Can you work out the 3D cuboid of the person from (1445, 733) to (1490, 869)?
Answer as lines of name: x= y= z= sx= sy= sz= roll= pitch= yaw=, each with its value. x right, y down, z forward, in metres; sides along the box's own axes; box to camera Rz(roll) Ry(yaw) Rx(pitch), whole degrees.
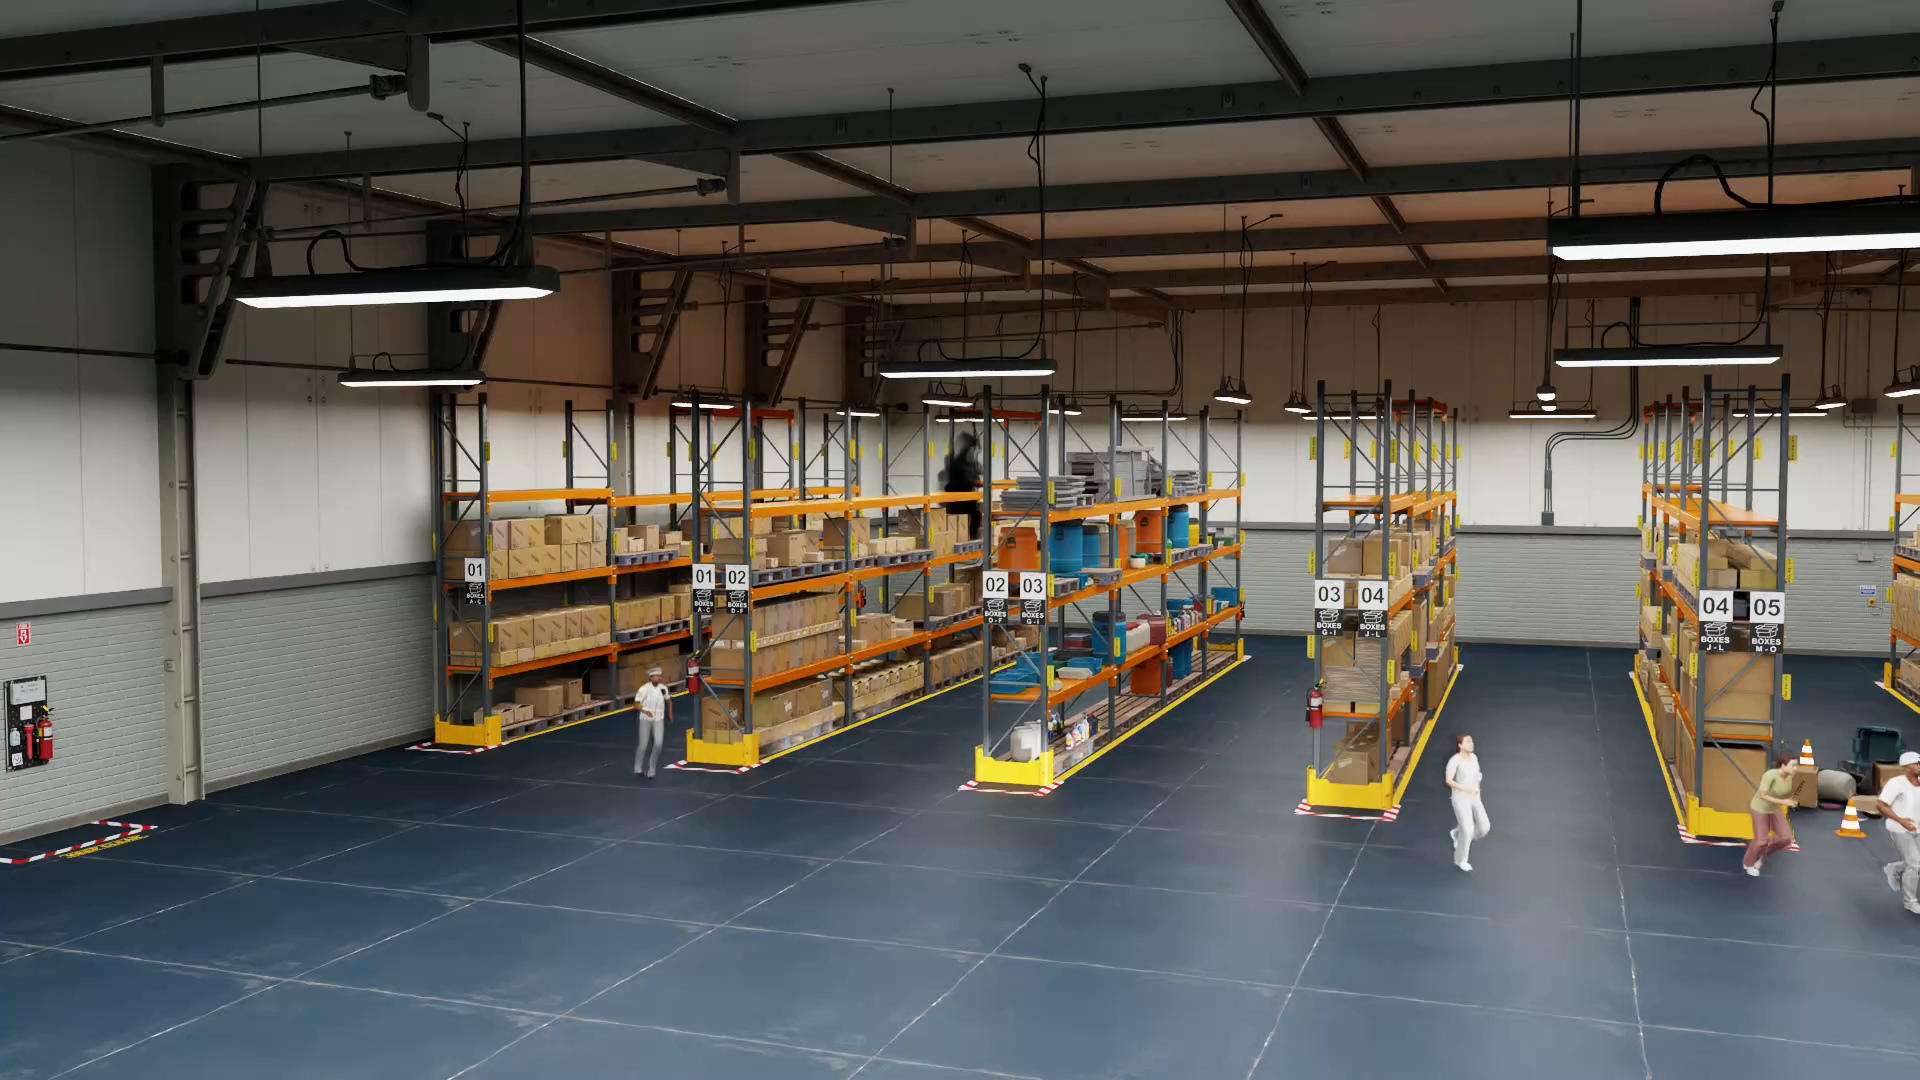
person: x=6.072 y=3.125 z=19.958 sx=0.601 sy=1.636 sz=0.578 roll=-2 pitch=3 yaw=-28

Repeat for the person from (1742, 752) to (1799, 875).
person: x=9.550 y=3.207 z=19.496 sx=0.600 sy=1.525 sz=0.825 roll=-1 pitch=3 yaw=-20

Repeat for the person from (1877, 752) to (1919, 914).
person: x=10.327 y=3.174 z=18.216 sx=0.693 sy=1.743 sz=0.659 roll=-1 pitch=3 yaw=-22

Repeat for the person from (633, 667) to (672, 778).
person: x=-4.726 y=2.811 z=25.686 sx=0.646 sy=1.706 sz=0.623 roll=-1 pitch=3 yaw=-26
